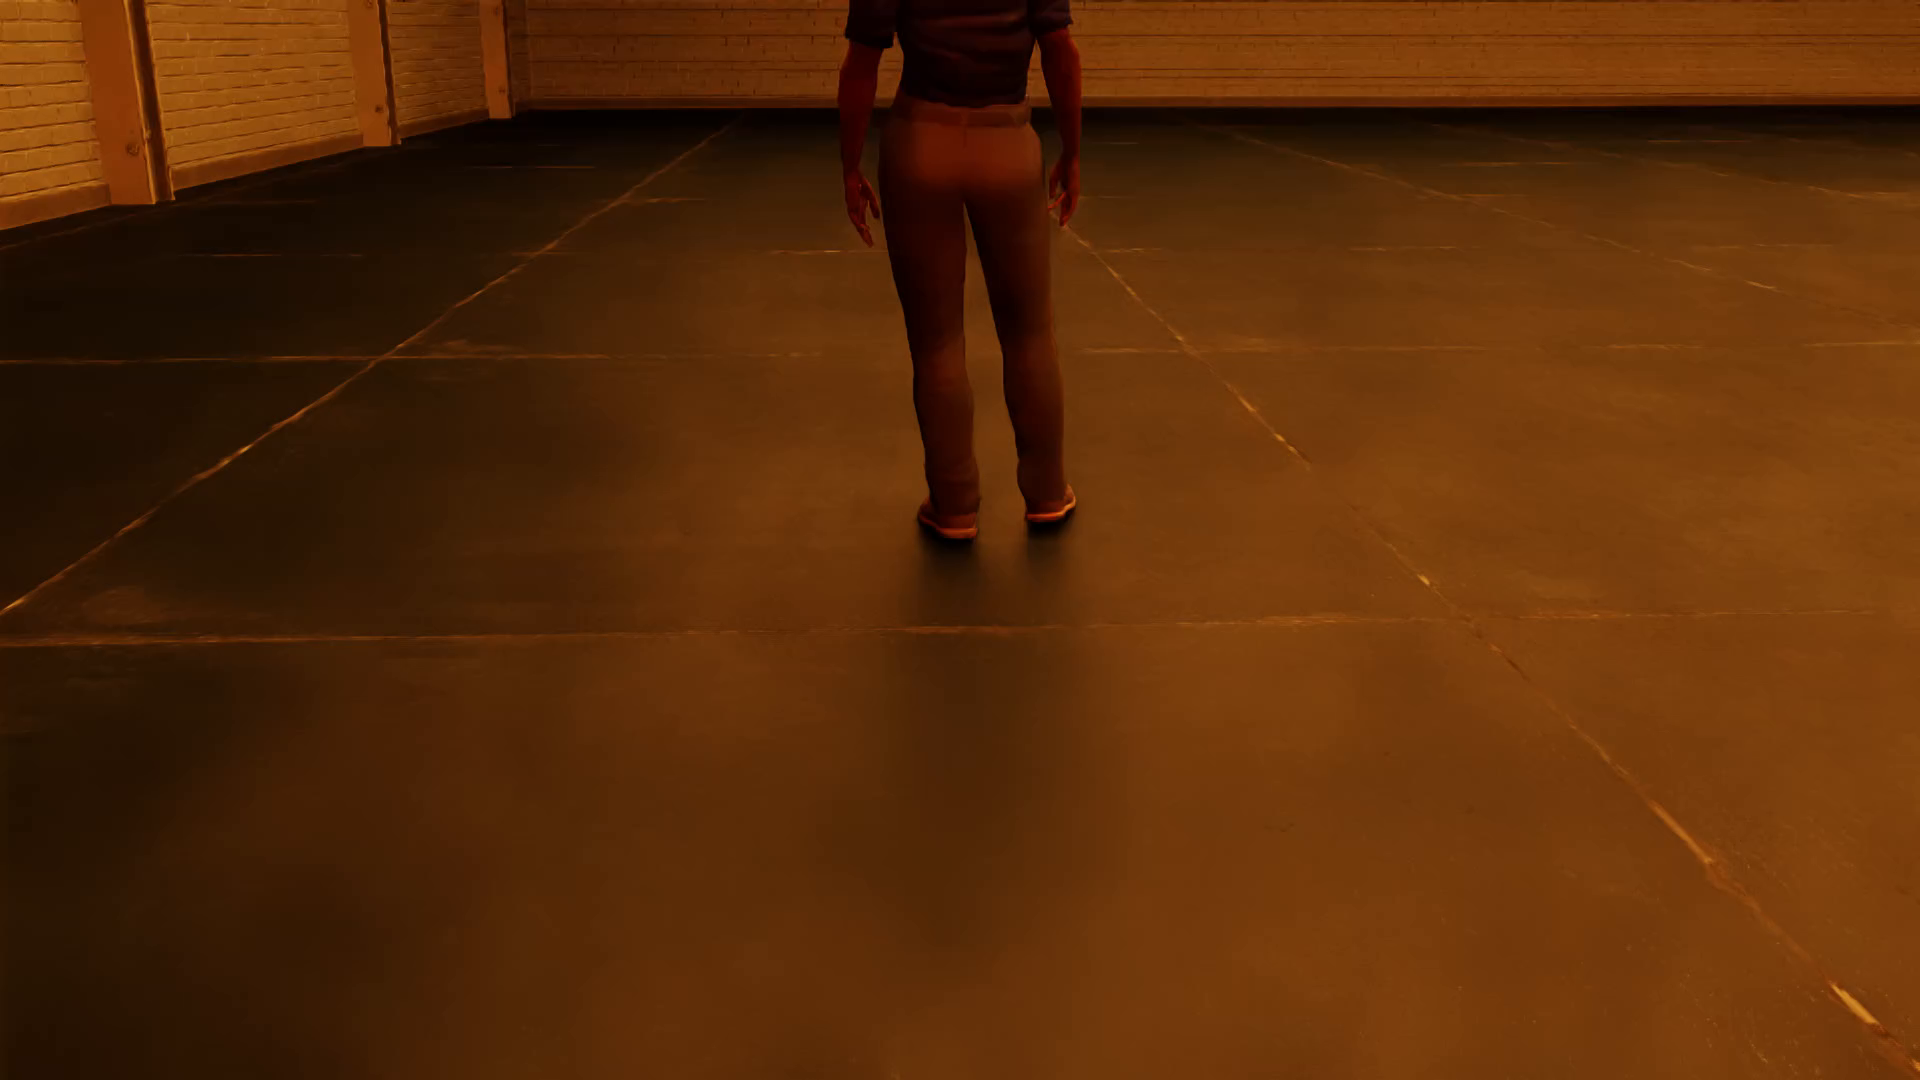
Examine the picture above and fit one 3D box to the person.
[{"bbox_3d":[0.015,-0.824,3.759,0.570,1.654,0.503,-1,17,-3],"label":"person"}]
